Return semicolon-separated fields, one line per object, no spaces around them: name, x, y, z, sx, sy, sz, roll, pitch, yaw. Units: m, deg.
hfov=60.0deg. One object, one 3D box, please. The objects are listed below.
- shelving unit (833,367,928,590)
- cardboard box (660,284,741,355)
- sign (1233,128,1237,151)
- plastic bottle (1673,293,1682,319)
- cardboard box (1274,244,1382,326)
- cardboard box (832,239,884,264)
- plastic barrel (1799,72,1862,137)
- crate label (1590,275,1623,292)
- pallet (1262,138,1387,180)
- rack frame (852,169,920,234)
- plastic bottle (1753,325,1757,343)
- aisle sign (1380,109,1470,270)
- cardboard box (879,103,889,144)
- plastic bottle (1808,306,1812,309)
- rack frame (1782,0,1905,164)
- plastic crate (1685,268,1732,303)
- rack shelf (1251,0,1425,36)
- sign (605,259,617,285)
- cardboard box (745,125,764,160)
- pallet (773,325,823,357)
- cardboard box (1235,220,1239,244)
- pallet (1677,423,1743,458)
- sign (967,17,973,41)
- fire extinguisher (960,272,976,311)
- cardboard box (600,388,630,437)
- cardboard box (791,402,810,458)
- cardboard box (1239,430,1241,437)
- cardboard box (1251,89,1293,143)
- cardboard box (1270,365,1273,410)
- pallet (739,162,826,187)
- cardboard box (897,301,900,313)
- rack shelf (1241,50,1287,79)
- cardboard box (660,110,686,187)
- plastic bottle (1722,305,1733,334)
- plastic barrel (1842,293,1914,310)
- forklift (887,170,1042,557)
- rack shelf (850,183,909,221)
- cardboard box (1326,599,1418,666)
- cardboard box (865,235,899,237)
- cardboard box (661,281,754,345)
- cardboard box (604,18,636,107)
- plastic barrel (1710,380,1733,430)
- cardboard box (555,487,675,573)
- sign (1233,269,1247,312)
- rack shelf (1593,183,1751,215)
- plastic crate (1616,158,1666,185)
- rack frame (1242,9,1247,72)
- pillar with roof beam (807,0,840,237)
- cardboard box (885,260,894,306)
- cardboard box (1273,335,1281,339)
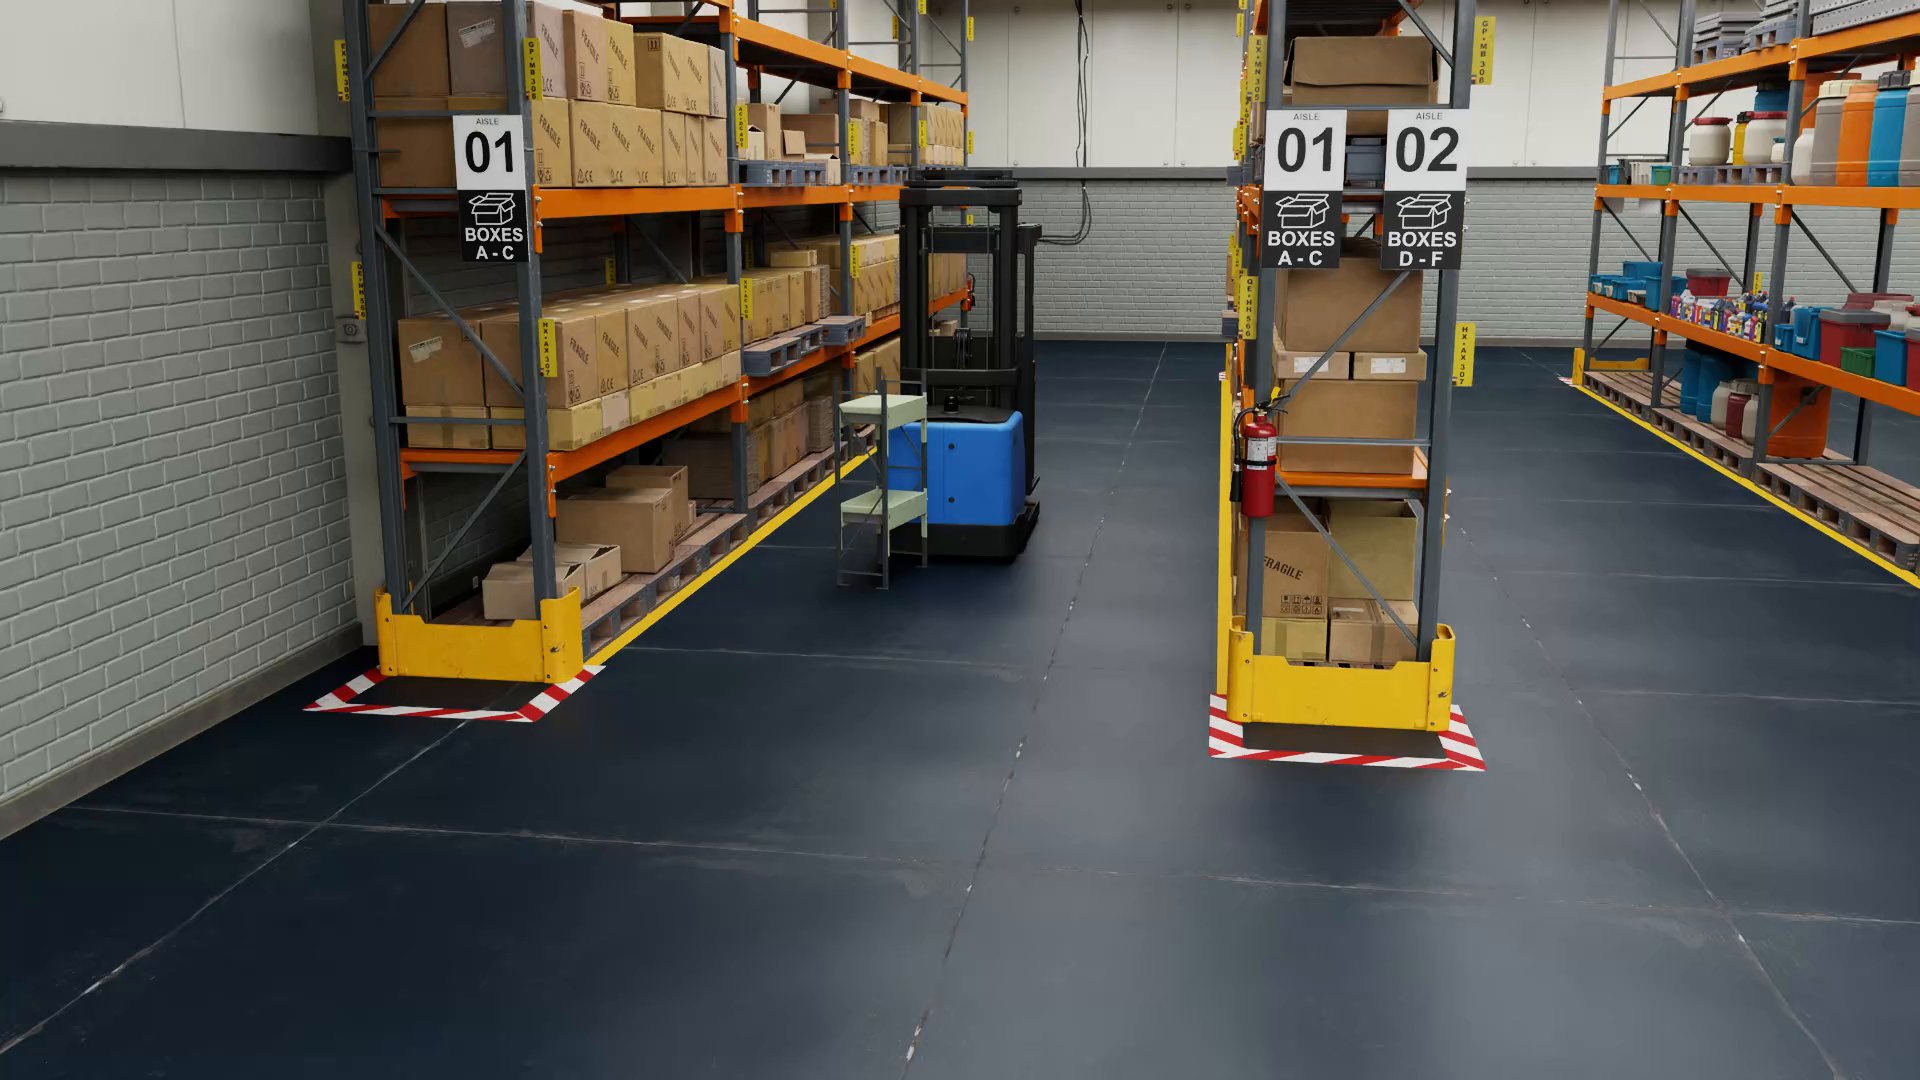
shelving unit;-0.567;-0.467;12.099;0.431;1.500;0.755;5;13;21
cardboard box;-2.002;-1.699;12.784;0.500;0.500;0.500;2;12;9
sign;3.970;-5.753;23.876;0.100;0.325;0.005;2;12;9
plastic bottle;8.286;-2.701;19.184;0.061;0.283;0.133;2;12;9
cardboard box;2.367;-1.621;10.580;0.700;0.500;0.500;2;12;9
cardboard box;-1.140;-3.210;18.496;0.500;0.250;0.500;2;12;9
plastic barrel;8.260;-4.015;15.869;0.600;0.830;0.708;2;12;9
crate label;9.037;-3.588;23.276;0.416;0.233;0.303;2;12;9
pallet;2.180;-2.081;9.120;1.003;0.211;1.213;2;12;9
rack frame;-1.004;-3.169;21.080;1.000;3.000;0.127;2;12;9
plastic bottle;7.846;-2.040;16.311;0.097;0.201;0.097;0;12;0
aisle sign;2.338;-1.759;8.364;0.394;0.787;0.004;2;12;9
cardboard box;-1.127;-5.336;21.356;0.500;0.500;0.500;2;12;8
plastic bottle;8.778;-2.277;17.218;0.061;0.283;0.133;2;12;9
rack frame;8.170;-4.948;15.095;1.000;3.000;0.127;2;12;9
plastic crate;9.170;-3.087;20.402;0.402;0.464;0.583;2;12;9
rack shelf;2.353;-3.313;10.165;1.077;0.370;4.000;2;12;9
sign;-2.784;-2.087;13.310;0.100;0.325;0.005;2;12;9
cardboard box;-1.977;-3.372;14.113;0.500;0.311;0.500;2;12;10
pallet;-1.883;-1.830;15.318;1.003;0.211;1.213;2;12;9
cardboard box;4.177;-4.296;23.698;0.500;0.500;0.500;2;12;10
pallet;8.440;-1.071;17.963;1.003;0.211;1.213;2;12;9
sign;0.145;-7.410;24.109;0.100;0.325;0.005;2;12;9
fire extinguisher;0.090;-3.798;25.067;0.296;0.674;0.183;2;12;9
cardboard box;-2.395;-0.808;10.430;0.500;0.250;0.500;1;12;7
cardboard box;-1.873;-1.075;16.250;0.700;0.500;0.500;2;12;9
cardboard box;2.593;-0.786;14.217;0.500;0.311;0.500;2;12;8
cardboard box;2.048;-2.572;10.071;0.500;0.311;0.500;3;13;15
cardboard box;2.443;-1.086;11.177;0.700;0.500;0.500;2;12;9
pallet;-1.878;-3.220;14.639;1.213;0.211;1.003;2;12;9
cardboard box;-0.859;-2.814;19.980;0.380;0.149;0.250;2;12;9
rack shelf;3.583;-4.979;17.893;1.077;0.370;4.000;2;12;9
cardboard box;-2.206;-2.694;11.471;0.500;0.500;0.500;1;12;6
plastic bottle;7.986;-2.295;17.298;0.061;0.283;0.133;2;12;9
plastic barrel;8.398;-1.976;15.219;0.600;0.536;0.708;2;12;9
forklift;0.088;-1.564;13.794;1.130;2.935;3.031;2;12;8
rack shelf;-1.312;-3.868;18.908;1.077;0.370;4.000;2;12;9
cardboard box;2.348;0.523;9.478;0.500;0.250;0.500;2;12;9
cardboard box;-0.912;-3.528;19.975;0.500;0.250;0.500;2;12;10
cardboard box;-2.123;-1.873;13.782;0.700;0.500;0.500;2;12;9
cardboard box;-2.356;-2.967;10.364;0.500;0.500;0.500;2;12;10
plastic barrel;8.400;-1.463;18.069;0.421;0.512;0.421;0;12;0
cardboard box;-2.405;-0.075;11.612;0.700;0.500;0.500;1;12;5
sign;2.123;-1.887;12.570;0.100;0.325;0.005;2;12;9
rack shelf;9.092;-4.379;21.282;1.077;0.370;4.000;2;12;9
plastic crate;8.894;-4.808;21.710;0.504;0.338;0.767;2;12;9
rack frame;4.506;-6.775;23.570;1.000;3.000;0.127;2;12;9
pillar with roof beam;2.502;-6.136;20.607;9.100;9.000;0.400;2;12;9
cardboard box;-1.052;-2.954;19.091;0.500;0.500;0.500;2;12;10
cardboard box;2.035;-1.123;9.809;0.380;0.149;0.250;2;12;9
